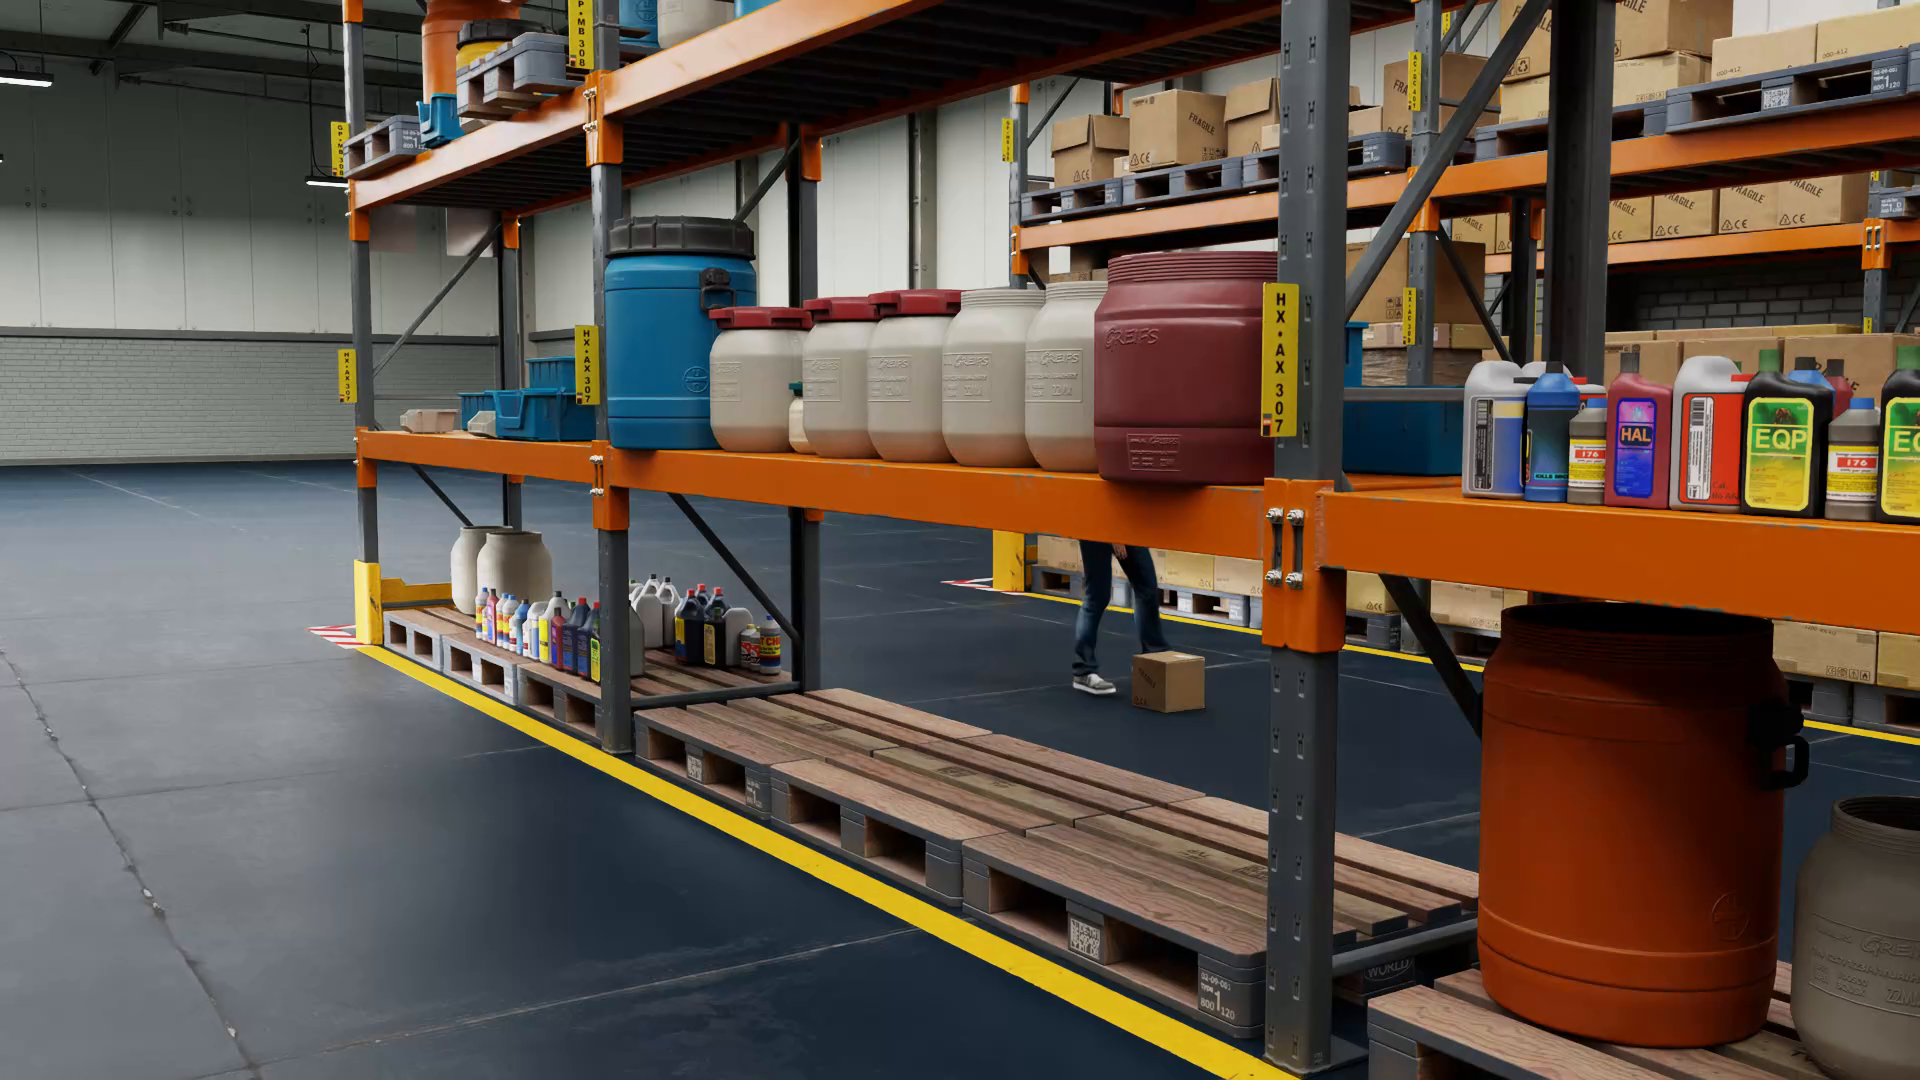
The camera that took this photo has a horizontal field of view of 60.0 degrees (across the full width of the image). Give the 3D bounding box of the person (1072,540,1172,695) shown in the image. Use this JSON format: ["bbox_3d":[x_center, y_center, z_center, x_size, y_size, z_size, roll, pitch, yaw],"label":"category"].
[{"bbox_3d":[0.875,-0.020,8.474,0.435,1.579,0.608,5,7,44],"label":"person"}]
